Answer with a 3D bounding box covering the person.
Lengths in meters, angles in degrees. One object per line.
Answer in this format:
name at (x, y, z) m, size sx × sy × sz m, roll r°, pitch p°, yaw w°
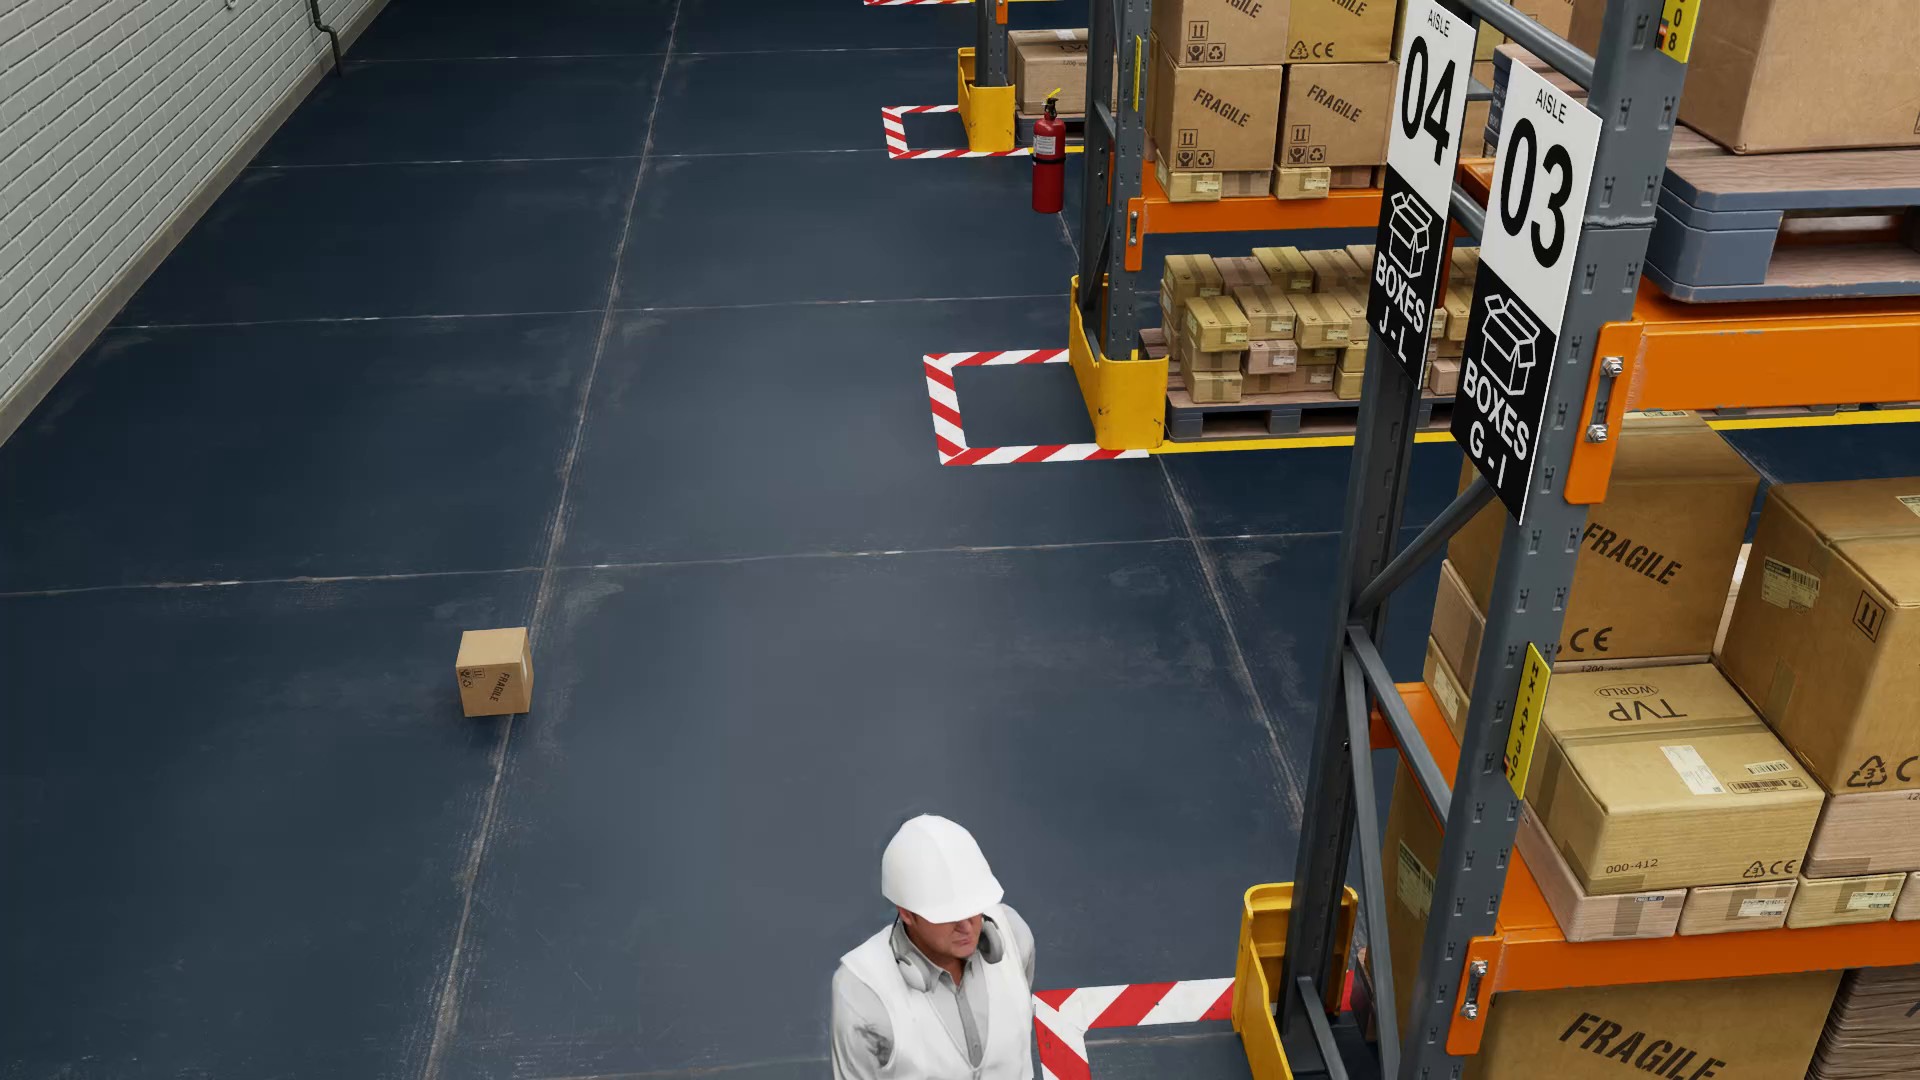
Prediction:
person at (-0.009, 1.389, 3.759) m, size 0.560 × 1.715 × 0.997 m, roll -14°, pitch 34°, yaw -22°
